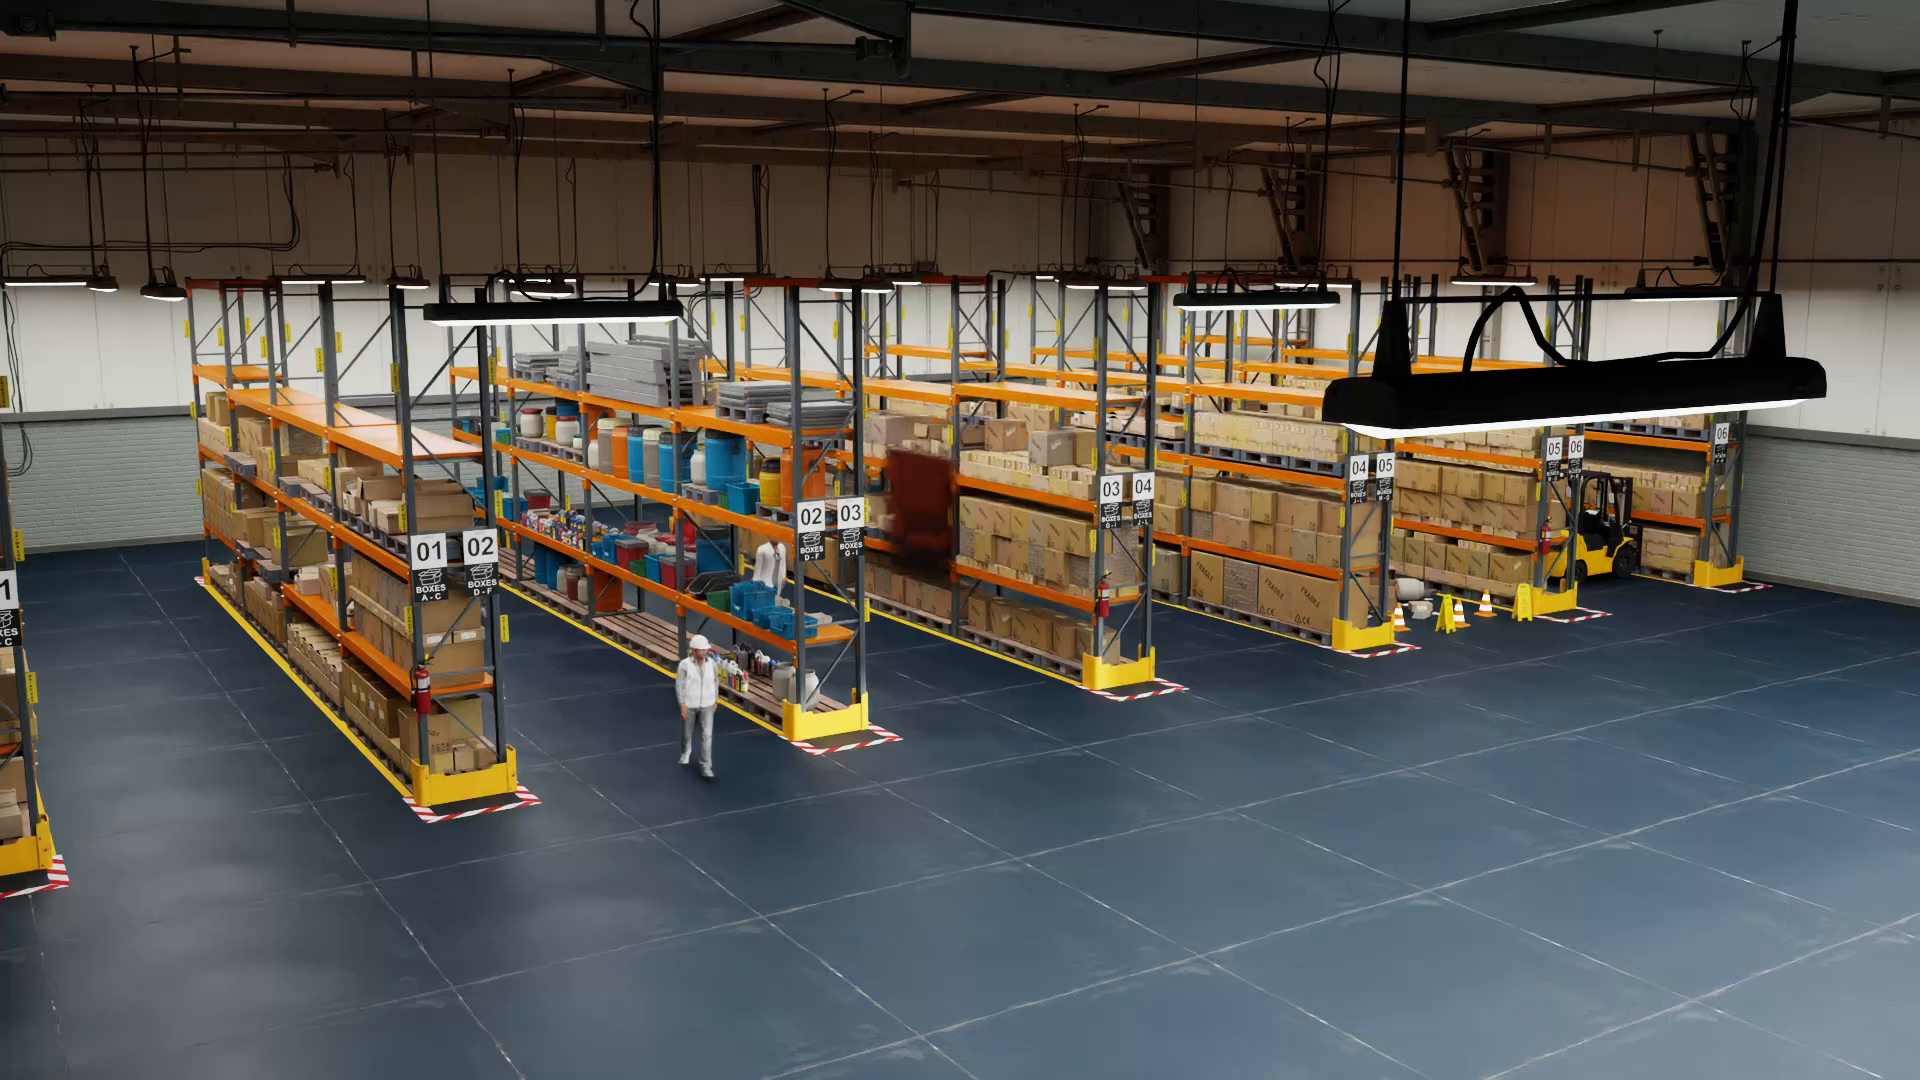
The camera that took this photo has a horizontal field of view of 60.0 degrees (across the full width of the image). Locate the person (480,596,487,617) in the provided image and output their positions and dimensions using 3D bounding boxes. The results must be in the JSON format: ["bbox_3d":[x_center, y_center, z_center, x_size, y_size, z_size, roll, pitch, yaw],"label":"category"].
[{"bbox_3d":[-8.630,0.599,29.652,0.441,1.601,0.460,-7,12,-35],"label":"person"}]

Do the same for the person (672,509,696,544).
[{"bbox_3d":[-5.232,0.209,31.679,0.562,1.665,1.099,-7,12,-35],"label":"person"}]

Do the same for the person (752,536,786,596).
[{"bbox_3d":[-3.107,0.669,27.122,0.611,1.757,1.079,-8,12,-38],"label":"person"}]

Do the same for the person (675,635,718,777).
[{"bbox_3d":[-3.244,2.038,20.663,0.593,1.729,0.988,-5,11,-25],"label":"person"}]
